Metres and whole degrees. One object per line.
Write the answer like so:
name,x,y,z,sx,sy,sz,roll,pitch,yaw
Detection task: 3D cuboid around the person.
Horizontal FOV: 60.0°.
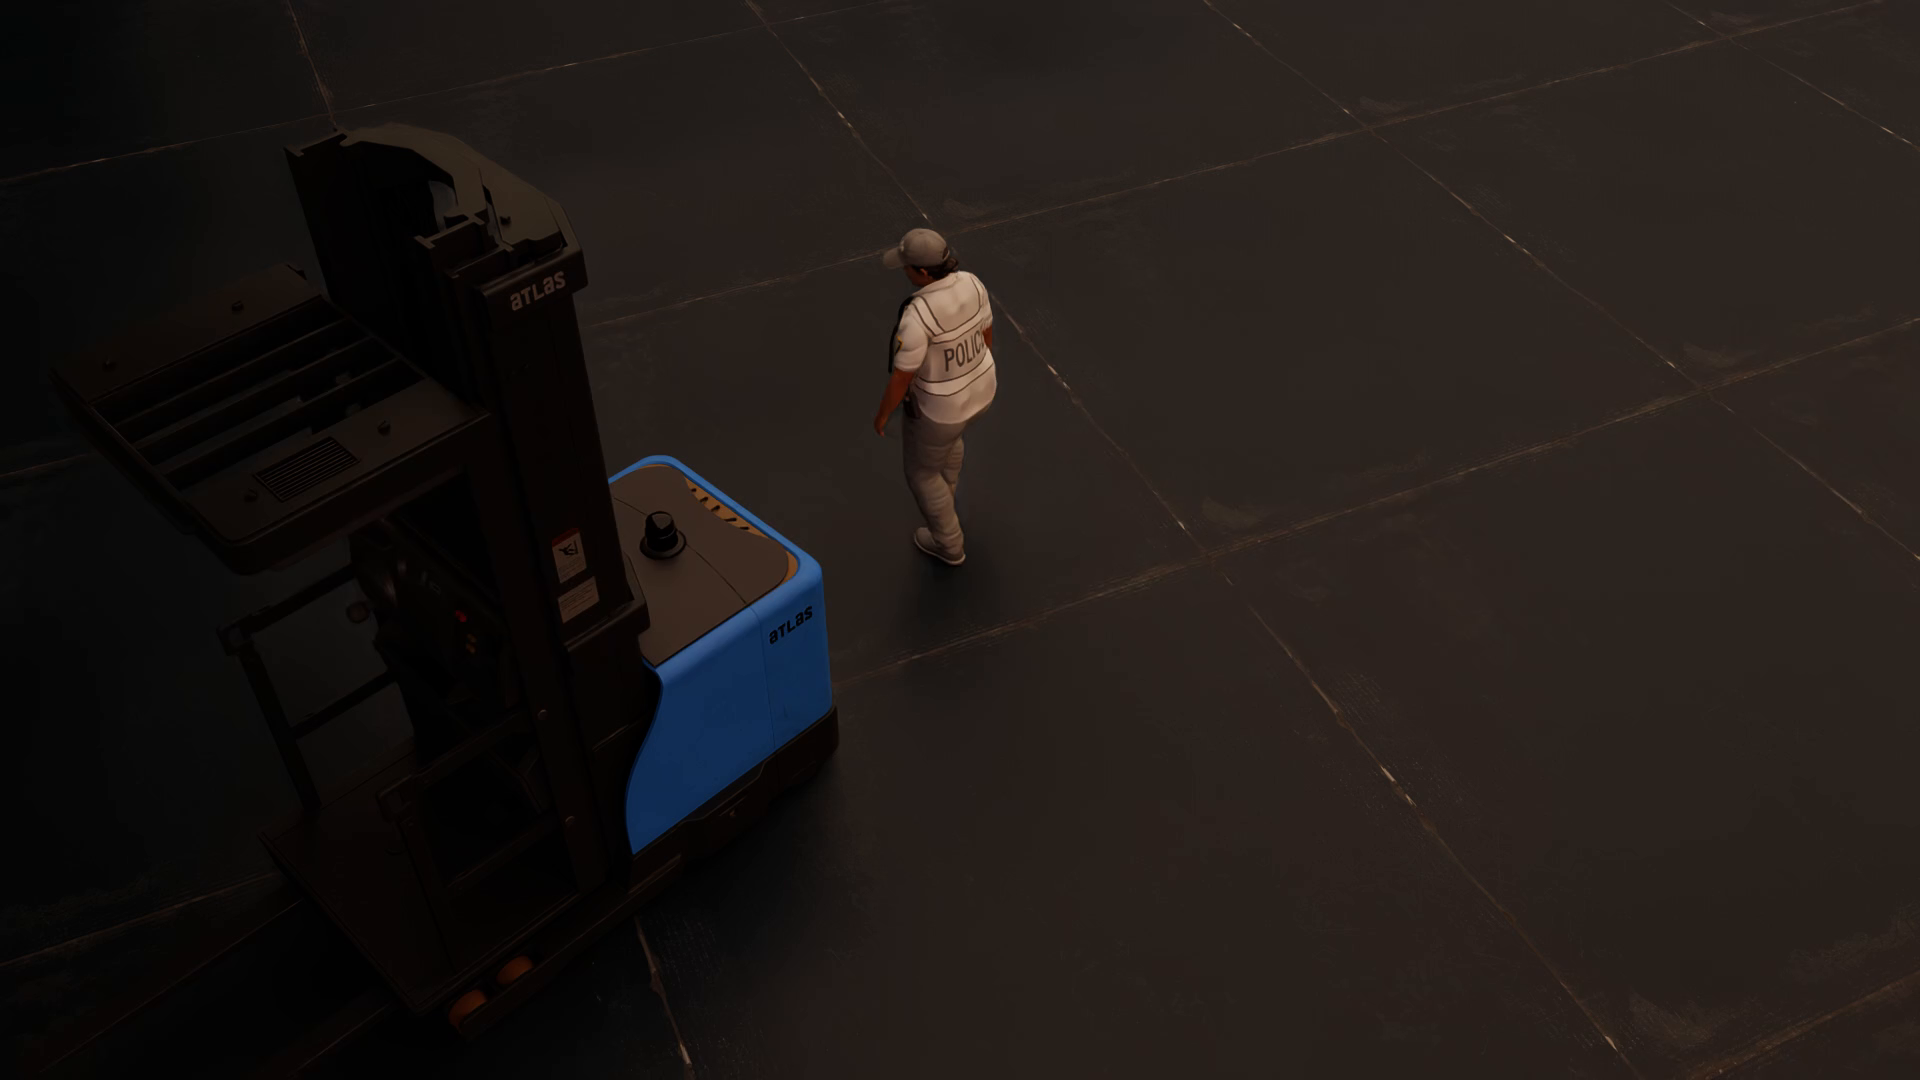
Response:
person,-0.135,-0.657,7.333,0.557,1.641,0.605,29,50,28

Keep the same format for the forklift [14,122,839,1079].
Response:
forklift,-1.887,0.295,5.364,1.130,2.935,3.031,34,53,31
